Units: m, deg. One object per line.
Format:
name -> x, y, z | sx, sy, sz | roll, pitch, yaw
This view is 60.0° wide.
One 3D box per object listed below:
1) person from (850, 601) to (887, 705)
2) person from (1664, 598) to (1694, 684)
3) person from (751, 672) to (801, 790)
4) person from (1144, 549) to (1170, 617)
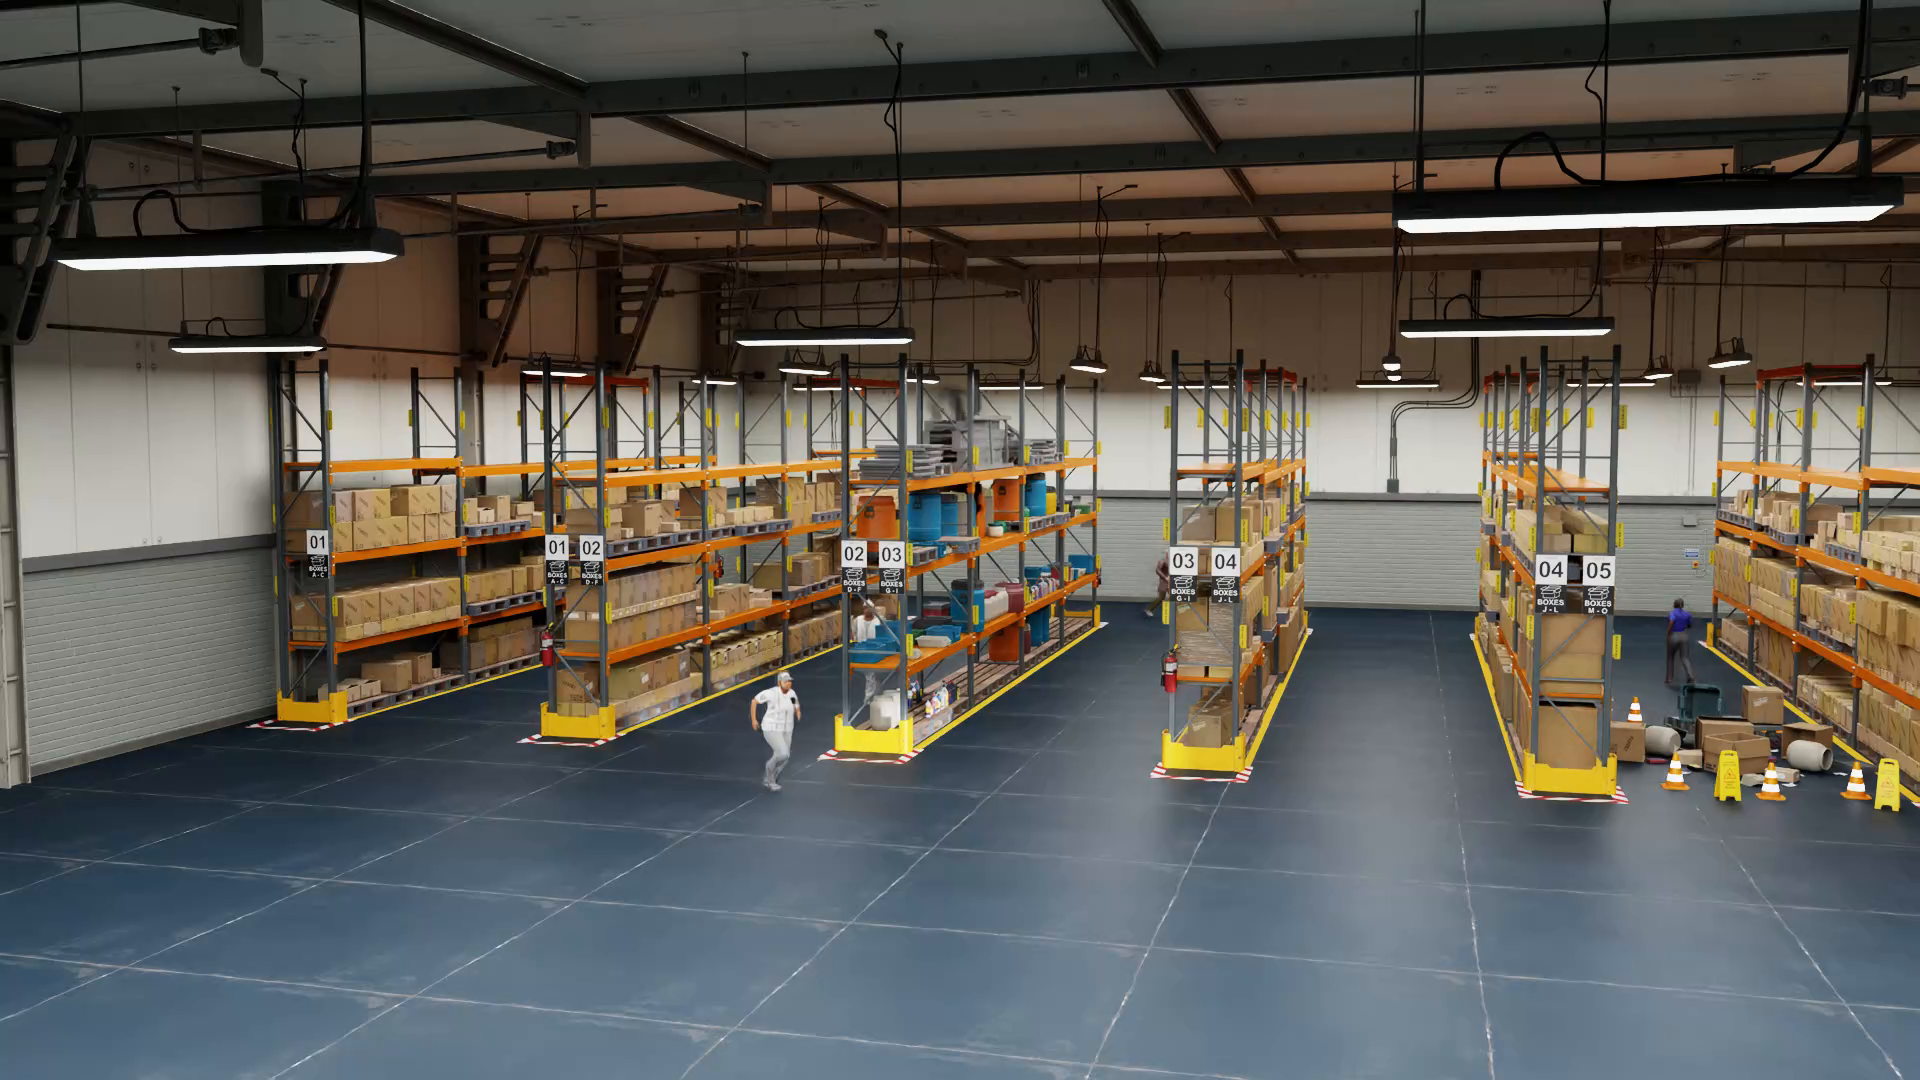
person -> -1.615, 1.977, 29.699 | 0.682, 1.807, 0.985 | 1, 4, 12
person -> 13.461, 1.912, 31.134 | 0.566, 1.662, 0.929 | 0, 4, -1
person -> -2.425, 2.582, 22.397 | 0.643, 1.617, 0.679 | -4, 5, -42
person -> 5.200, 1.125, 42.036 | 0.831, 1.779, 0.937 | 4, 6, 43
